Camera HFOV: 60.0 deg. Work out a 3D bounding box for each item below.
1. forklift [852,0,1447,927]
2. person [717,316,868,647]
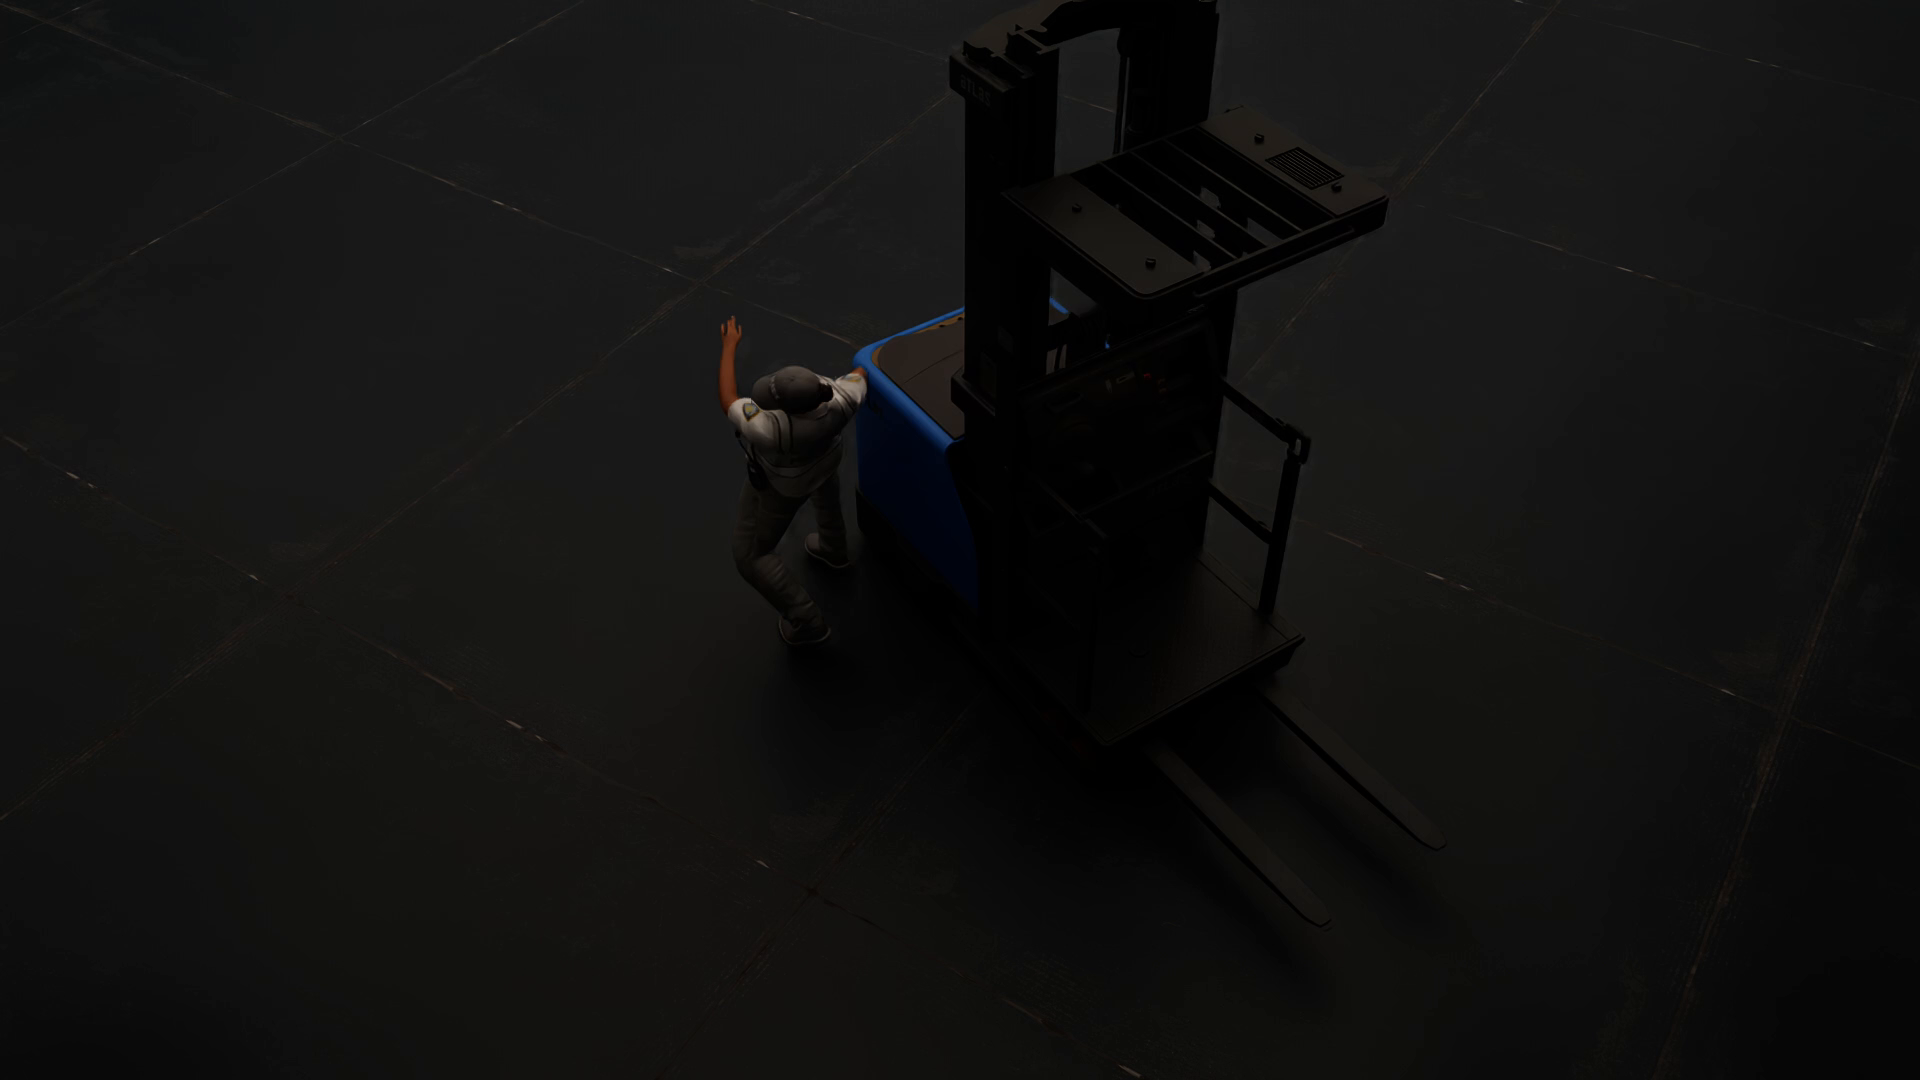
[{"bbox_3d":[0.754,-0.461,6.334,1.130,2.935,3.031,-25,49,-24],"label":"forklift"},{"bbox_3d":[-0.663,-0.380,7.300,0.765,1.447,0.936,27,50,25],"label":"person"}]
